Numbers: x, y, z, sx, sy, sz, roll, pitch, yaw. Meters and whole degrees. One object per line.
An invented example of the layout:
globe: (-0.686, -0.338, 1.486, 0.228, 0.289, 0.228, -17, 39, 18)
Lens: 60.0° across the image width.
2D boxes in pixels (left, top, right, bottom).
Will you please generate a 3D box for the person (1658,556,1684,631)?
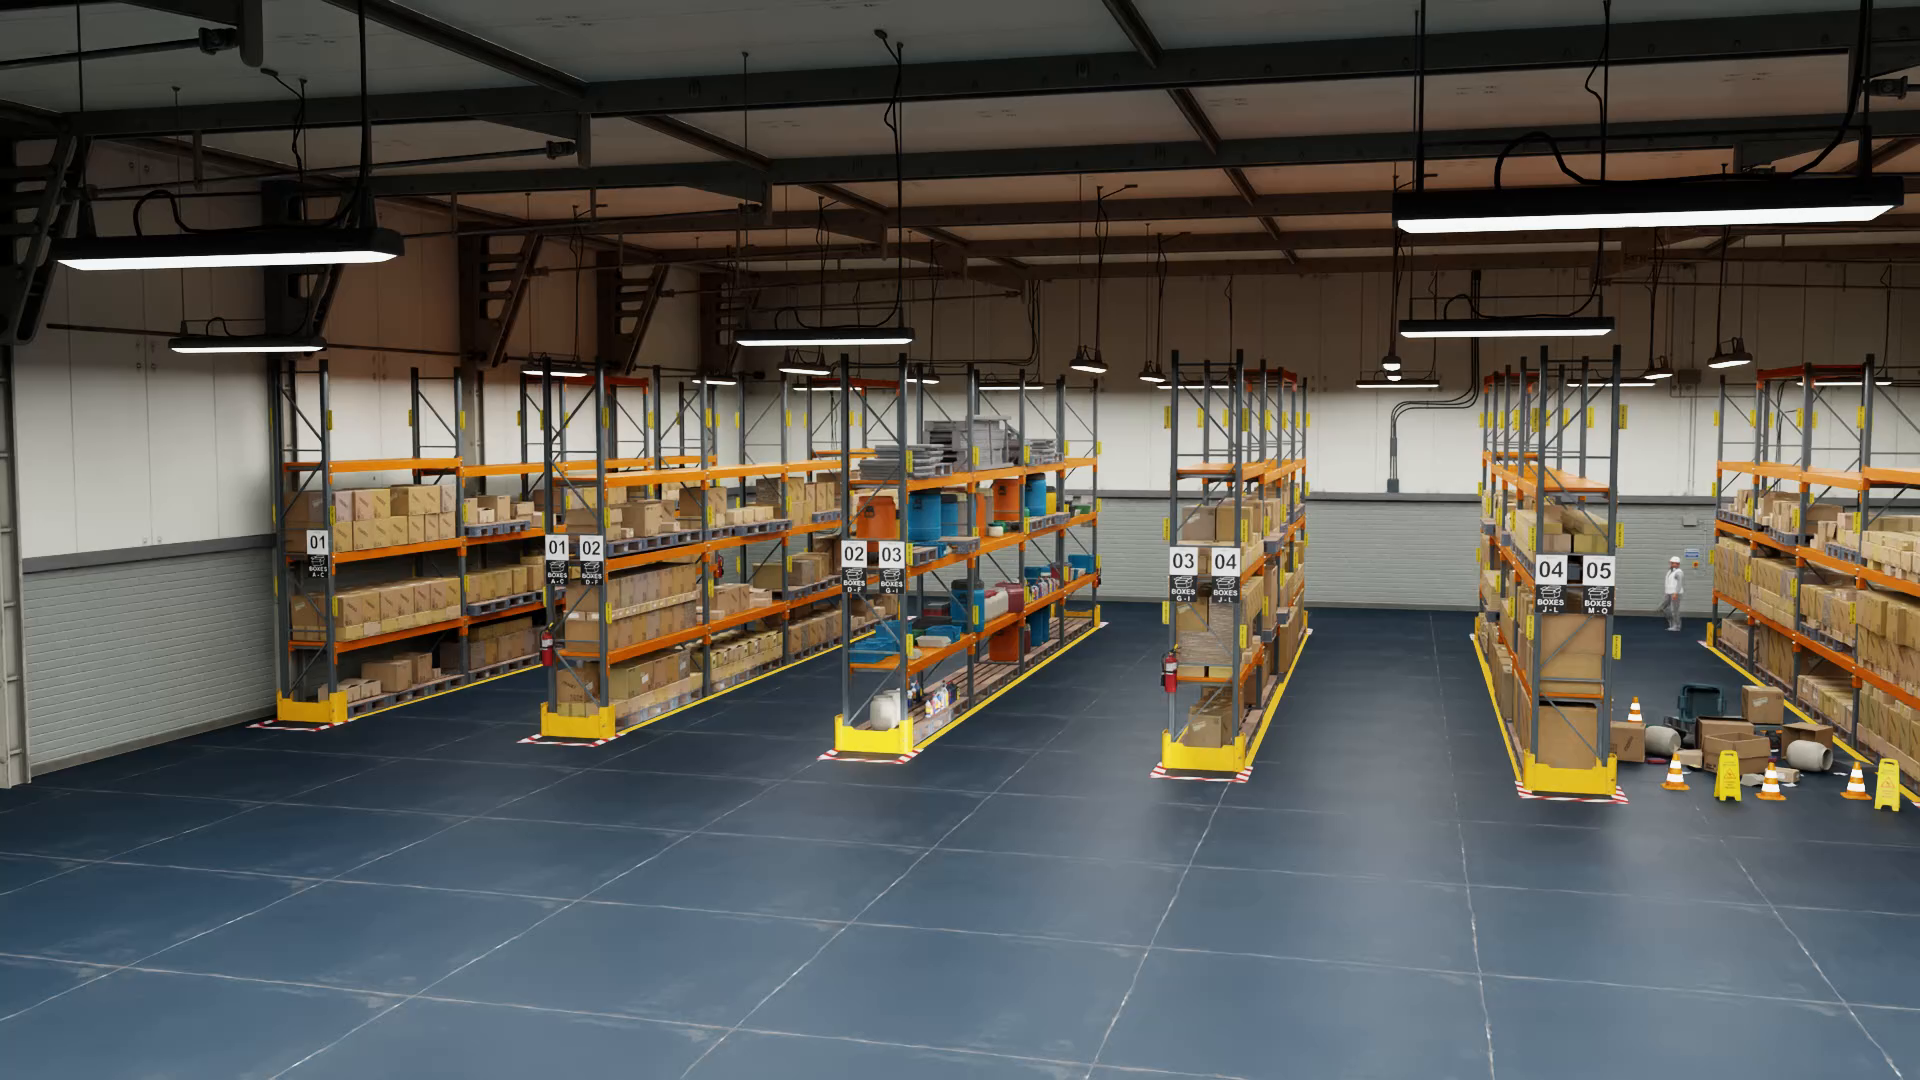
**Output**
person: (16.848, 1.279, 39.370, 0.462, 1.795, 0.577, 0, 4, -5)

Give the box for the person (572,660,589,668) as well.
person: (-6.736, 2.067, 30.058, 0.503, 1.581, 0.487, 0, 4, 7)
